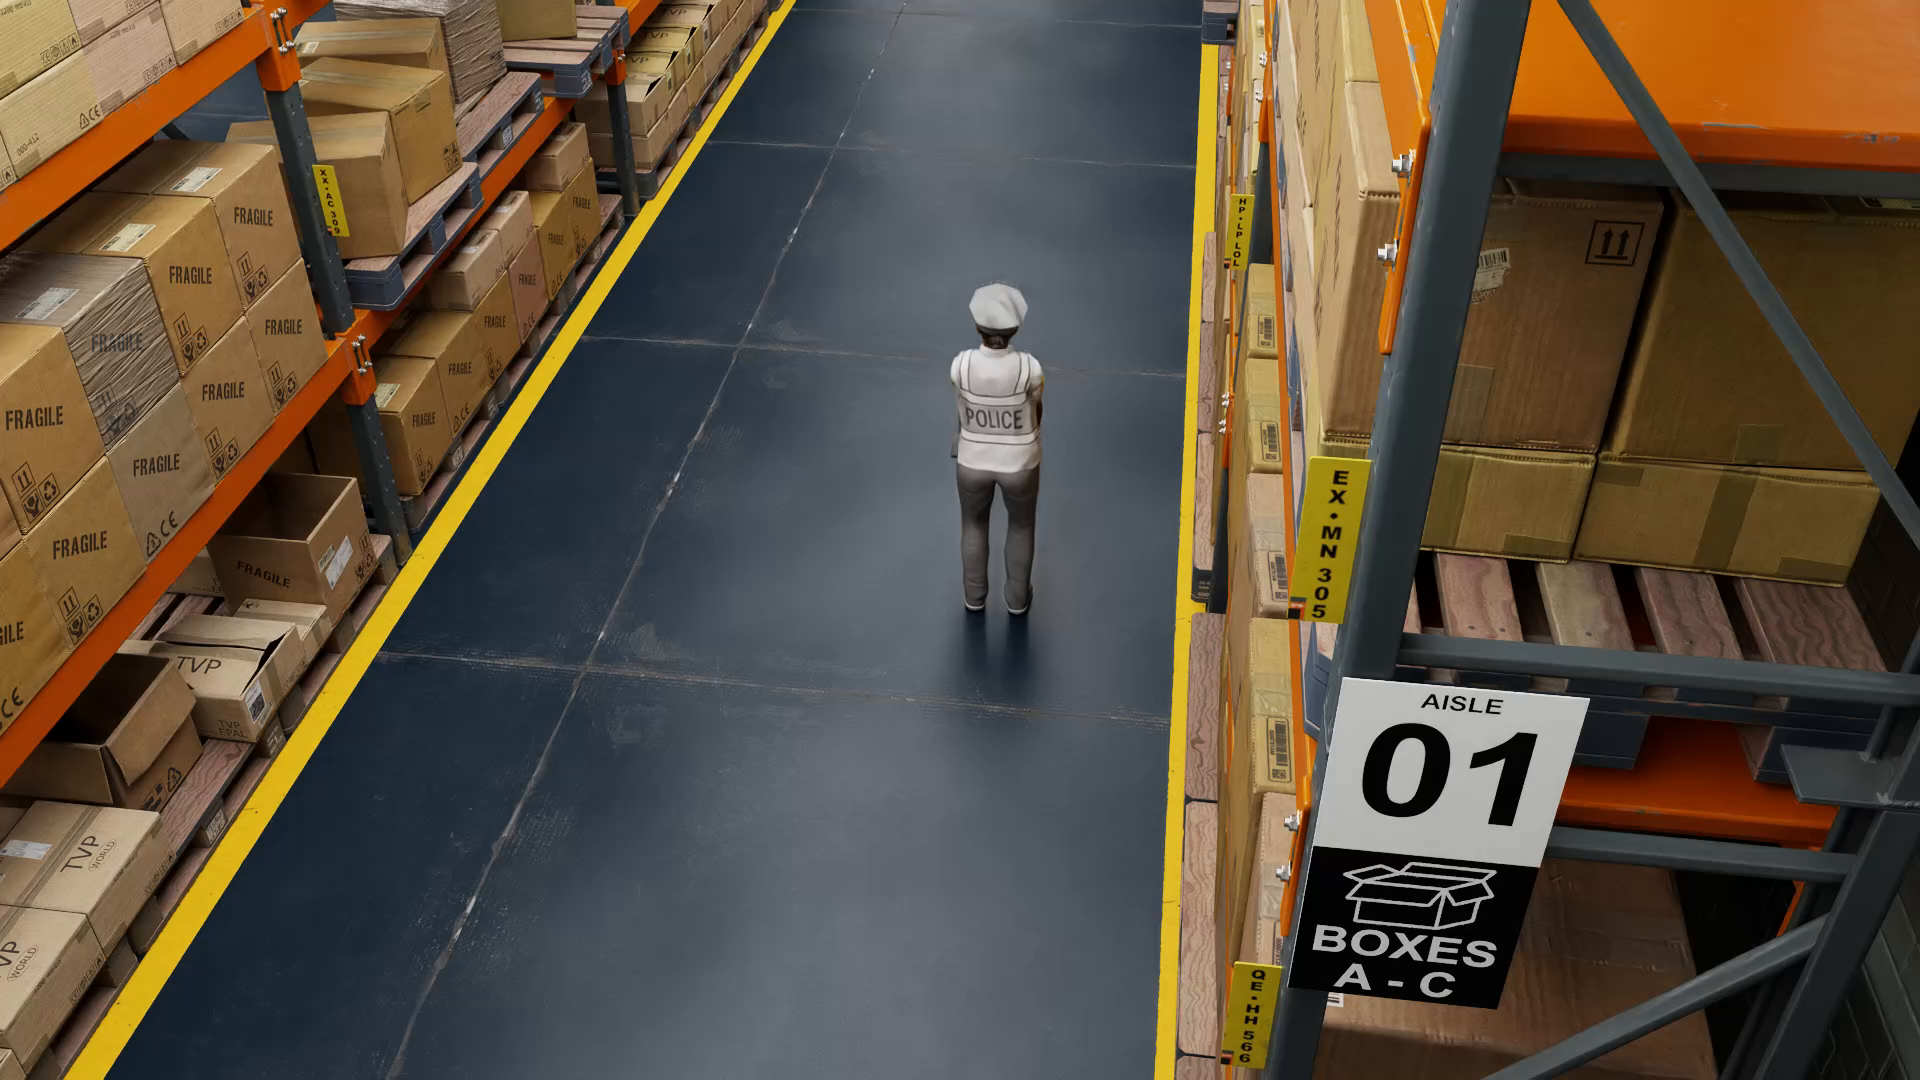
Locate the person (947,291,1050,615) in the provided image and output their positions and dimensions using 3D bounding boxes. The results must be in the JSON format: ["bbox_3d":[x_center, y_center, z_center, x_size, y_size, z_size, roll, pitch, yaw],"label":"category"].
[{"bbox_3d":[0.180,-0.401,7.564,0.450,1.690,0.524,5,37,7],"label":"person"}]
